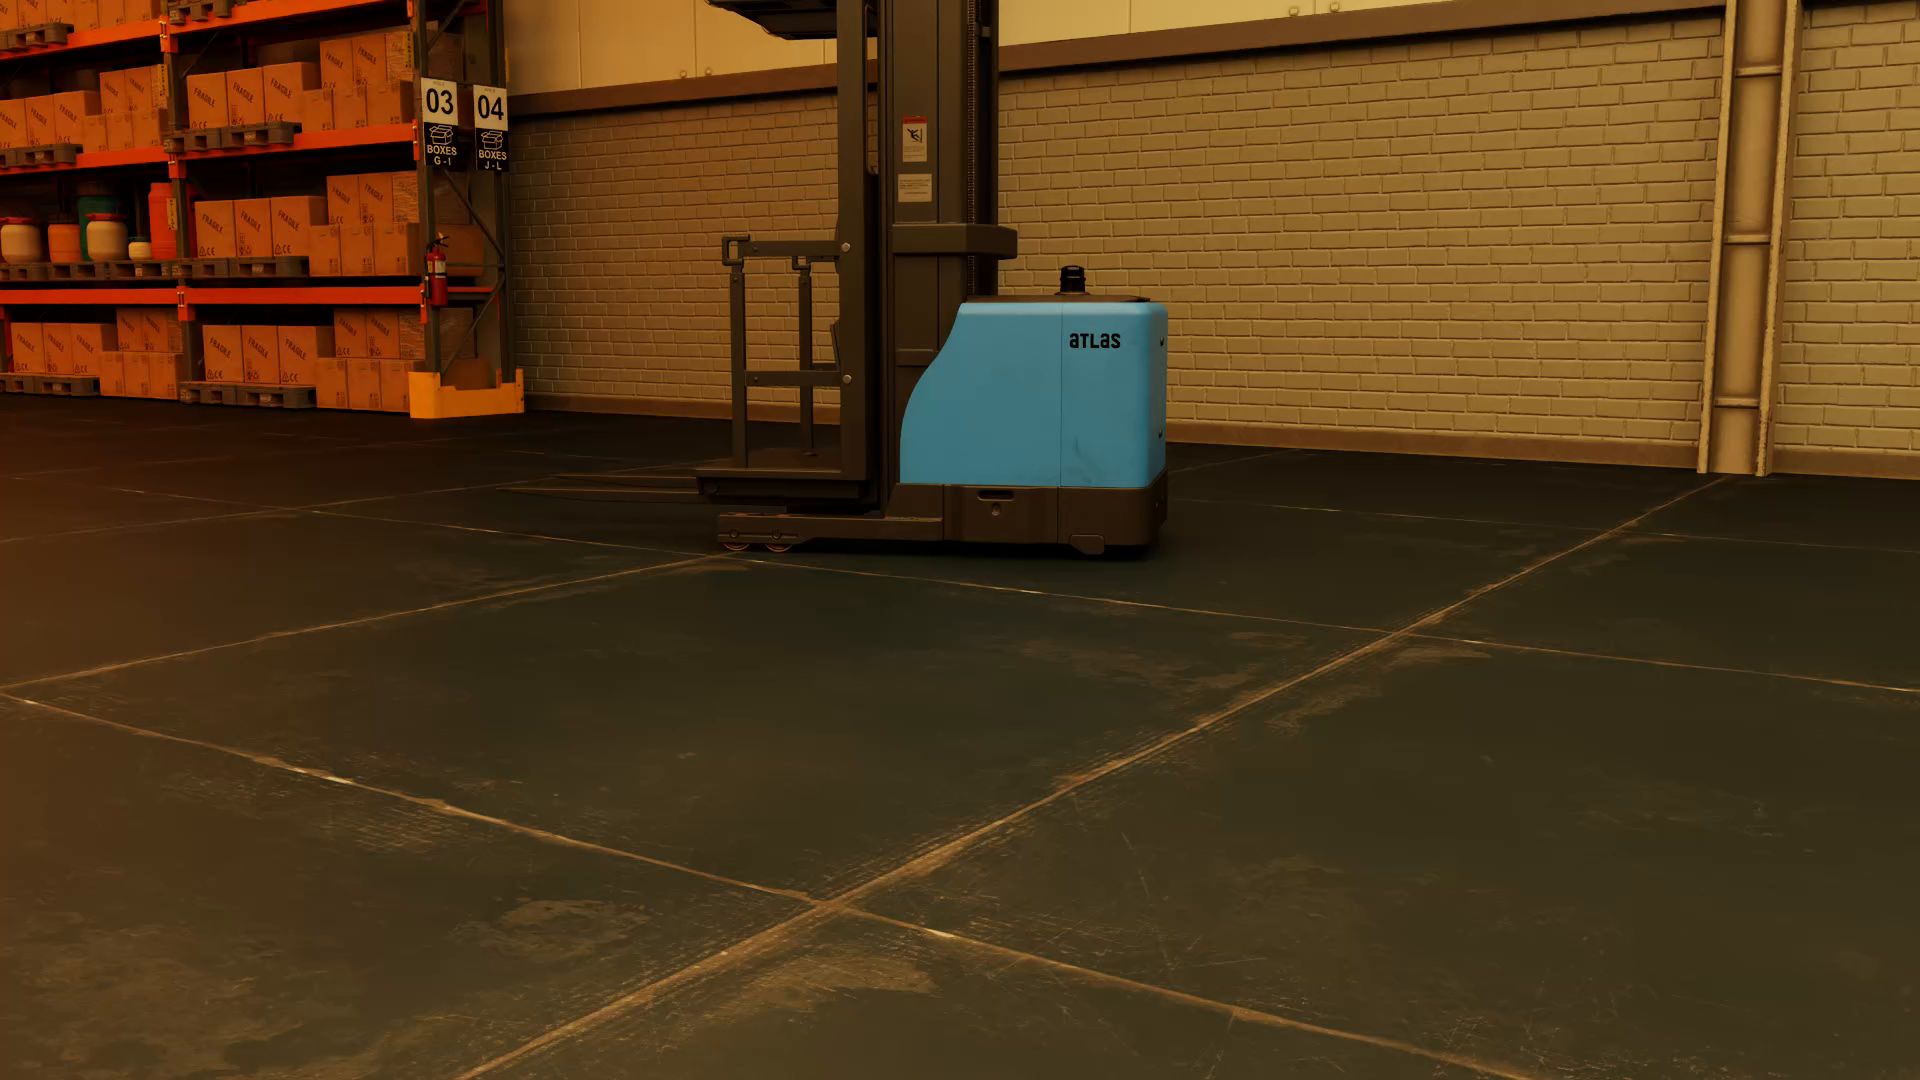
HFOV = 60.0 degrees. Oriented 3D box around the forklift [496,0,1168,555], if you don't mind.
[{"bbox_3d":[-0.596,-1.469,7.520,3.031,2.935,1.130,2,8,12],"label":"forklift"}]
